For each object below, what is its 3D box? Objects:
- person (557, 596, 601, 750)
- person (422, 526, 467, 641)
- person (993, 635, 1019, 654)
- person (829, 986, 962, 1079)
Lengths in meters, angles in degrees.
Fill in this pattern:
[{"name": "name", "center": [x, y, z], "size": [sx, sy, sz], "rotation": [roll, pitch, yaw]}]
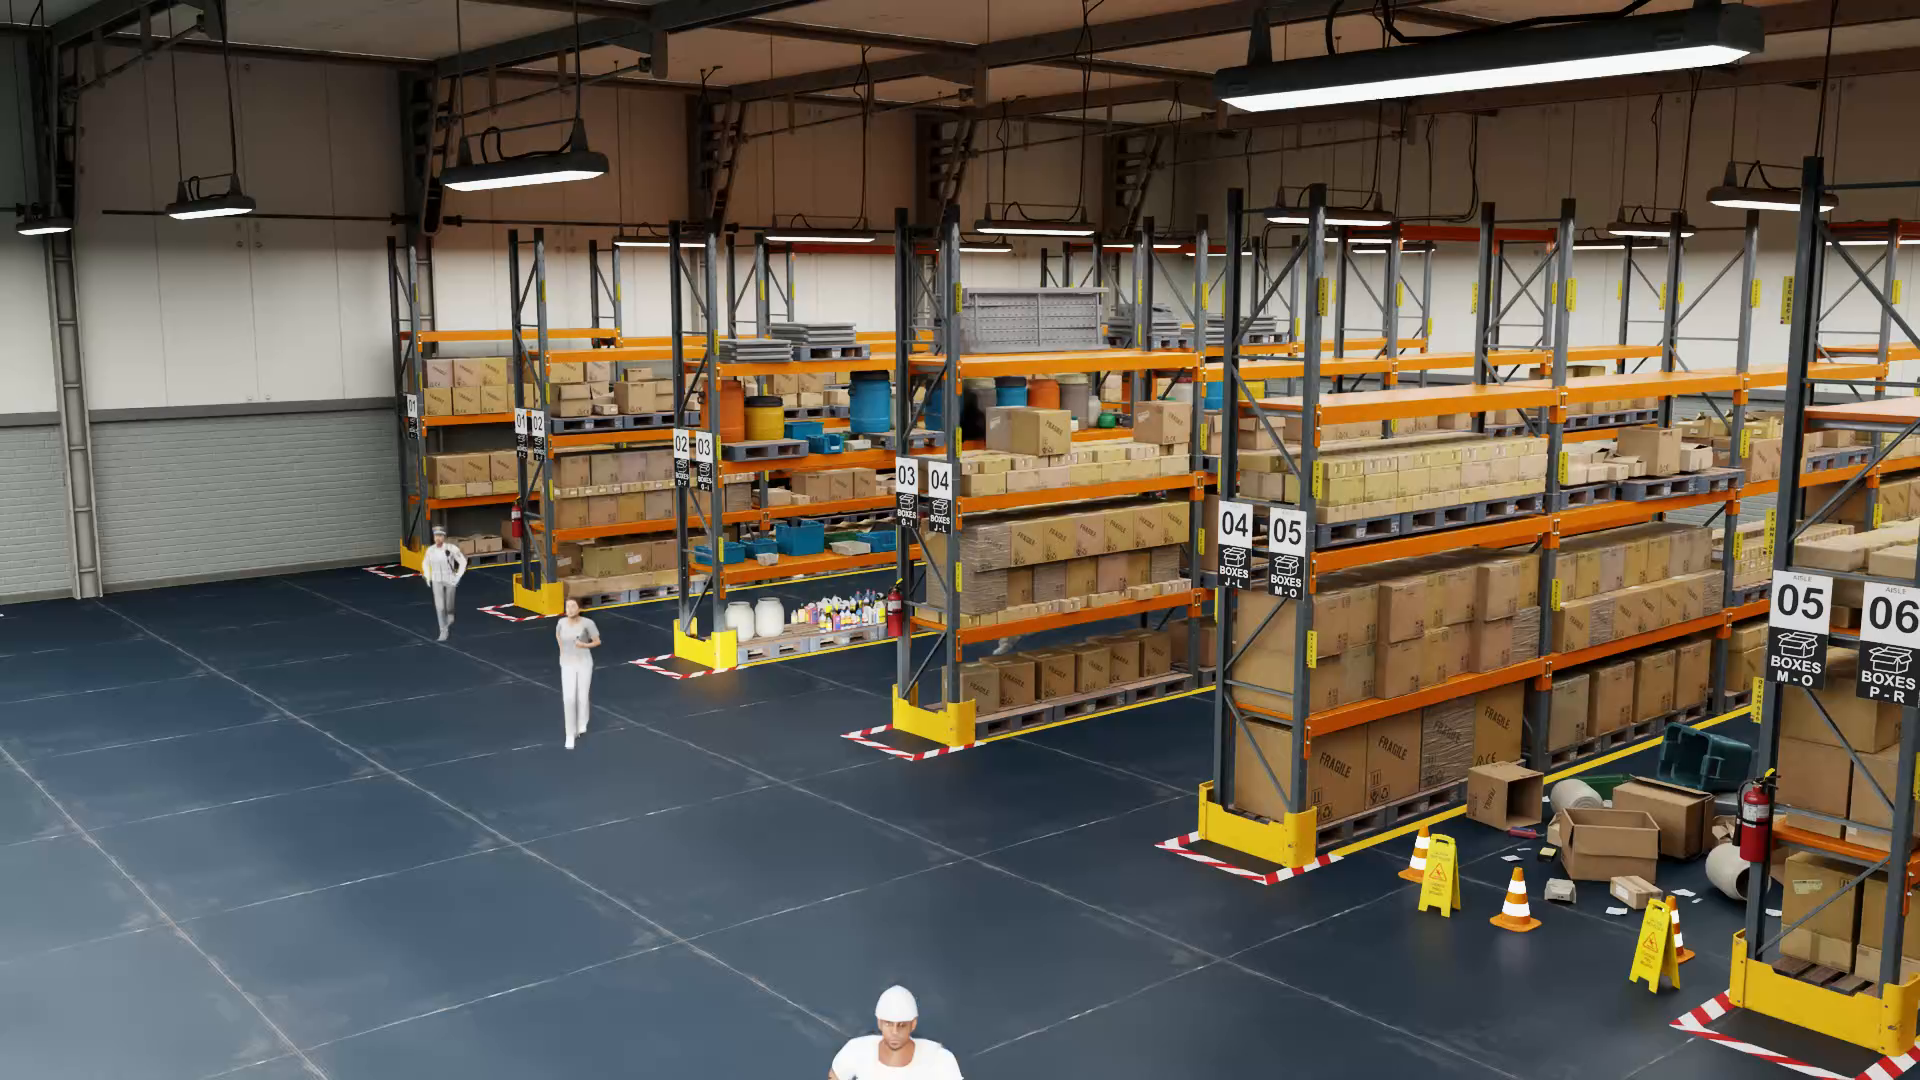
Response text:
[{"name": "person", "center": [-4.315, 1.475, 18.845], "size": [0.539, 1.726, 0.762], "rotation": [-1, 9, -4]}, {"name": "person", "center": [-7.572, 0.607, 24.469], "size": [0.642, 1.685, 0.622], "rotation": [-1, 9, -7]}, {"name": "person", "center": [0.551, 0.648, 22.001], "size": [0.685, 1.749, 0.539], "rotation": [8, 12, 43]}, {"name": "person", "center": [-0.309, 3.037, 8.135], "size": [0.700, 1.752, 0.989], "rotation": [0, 9, 0]}]
